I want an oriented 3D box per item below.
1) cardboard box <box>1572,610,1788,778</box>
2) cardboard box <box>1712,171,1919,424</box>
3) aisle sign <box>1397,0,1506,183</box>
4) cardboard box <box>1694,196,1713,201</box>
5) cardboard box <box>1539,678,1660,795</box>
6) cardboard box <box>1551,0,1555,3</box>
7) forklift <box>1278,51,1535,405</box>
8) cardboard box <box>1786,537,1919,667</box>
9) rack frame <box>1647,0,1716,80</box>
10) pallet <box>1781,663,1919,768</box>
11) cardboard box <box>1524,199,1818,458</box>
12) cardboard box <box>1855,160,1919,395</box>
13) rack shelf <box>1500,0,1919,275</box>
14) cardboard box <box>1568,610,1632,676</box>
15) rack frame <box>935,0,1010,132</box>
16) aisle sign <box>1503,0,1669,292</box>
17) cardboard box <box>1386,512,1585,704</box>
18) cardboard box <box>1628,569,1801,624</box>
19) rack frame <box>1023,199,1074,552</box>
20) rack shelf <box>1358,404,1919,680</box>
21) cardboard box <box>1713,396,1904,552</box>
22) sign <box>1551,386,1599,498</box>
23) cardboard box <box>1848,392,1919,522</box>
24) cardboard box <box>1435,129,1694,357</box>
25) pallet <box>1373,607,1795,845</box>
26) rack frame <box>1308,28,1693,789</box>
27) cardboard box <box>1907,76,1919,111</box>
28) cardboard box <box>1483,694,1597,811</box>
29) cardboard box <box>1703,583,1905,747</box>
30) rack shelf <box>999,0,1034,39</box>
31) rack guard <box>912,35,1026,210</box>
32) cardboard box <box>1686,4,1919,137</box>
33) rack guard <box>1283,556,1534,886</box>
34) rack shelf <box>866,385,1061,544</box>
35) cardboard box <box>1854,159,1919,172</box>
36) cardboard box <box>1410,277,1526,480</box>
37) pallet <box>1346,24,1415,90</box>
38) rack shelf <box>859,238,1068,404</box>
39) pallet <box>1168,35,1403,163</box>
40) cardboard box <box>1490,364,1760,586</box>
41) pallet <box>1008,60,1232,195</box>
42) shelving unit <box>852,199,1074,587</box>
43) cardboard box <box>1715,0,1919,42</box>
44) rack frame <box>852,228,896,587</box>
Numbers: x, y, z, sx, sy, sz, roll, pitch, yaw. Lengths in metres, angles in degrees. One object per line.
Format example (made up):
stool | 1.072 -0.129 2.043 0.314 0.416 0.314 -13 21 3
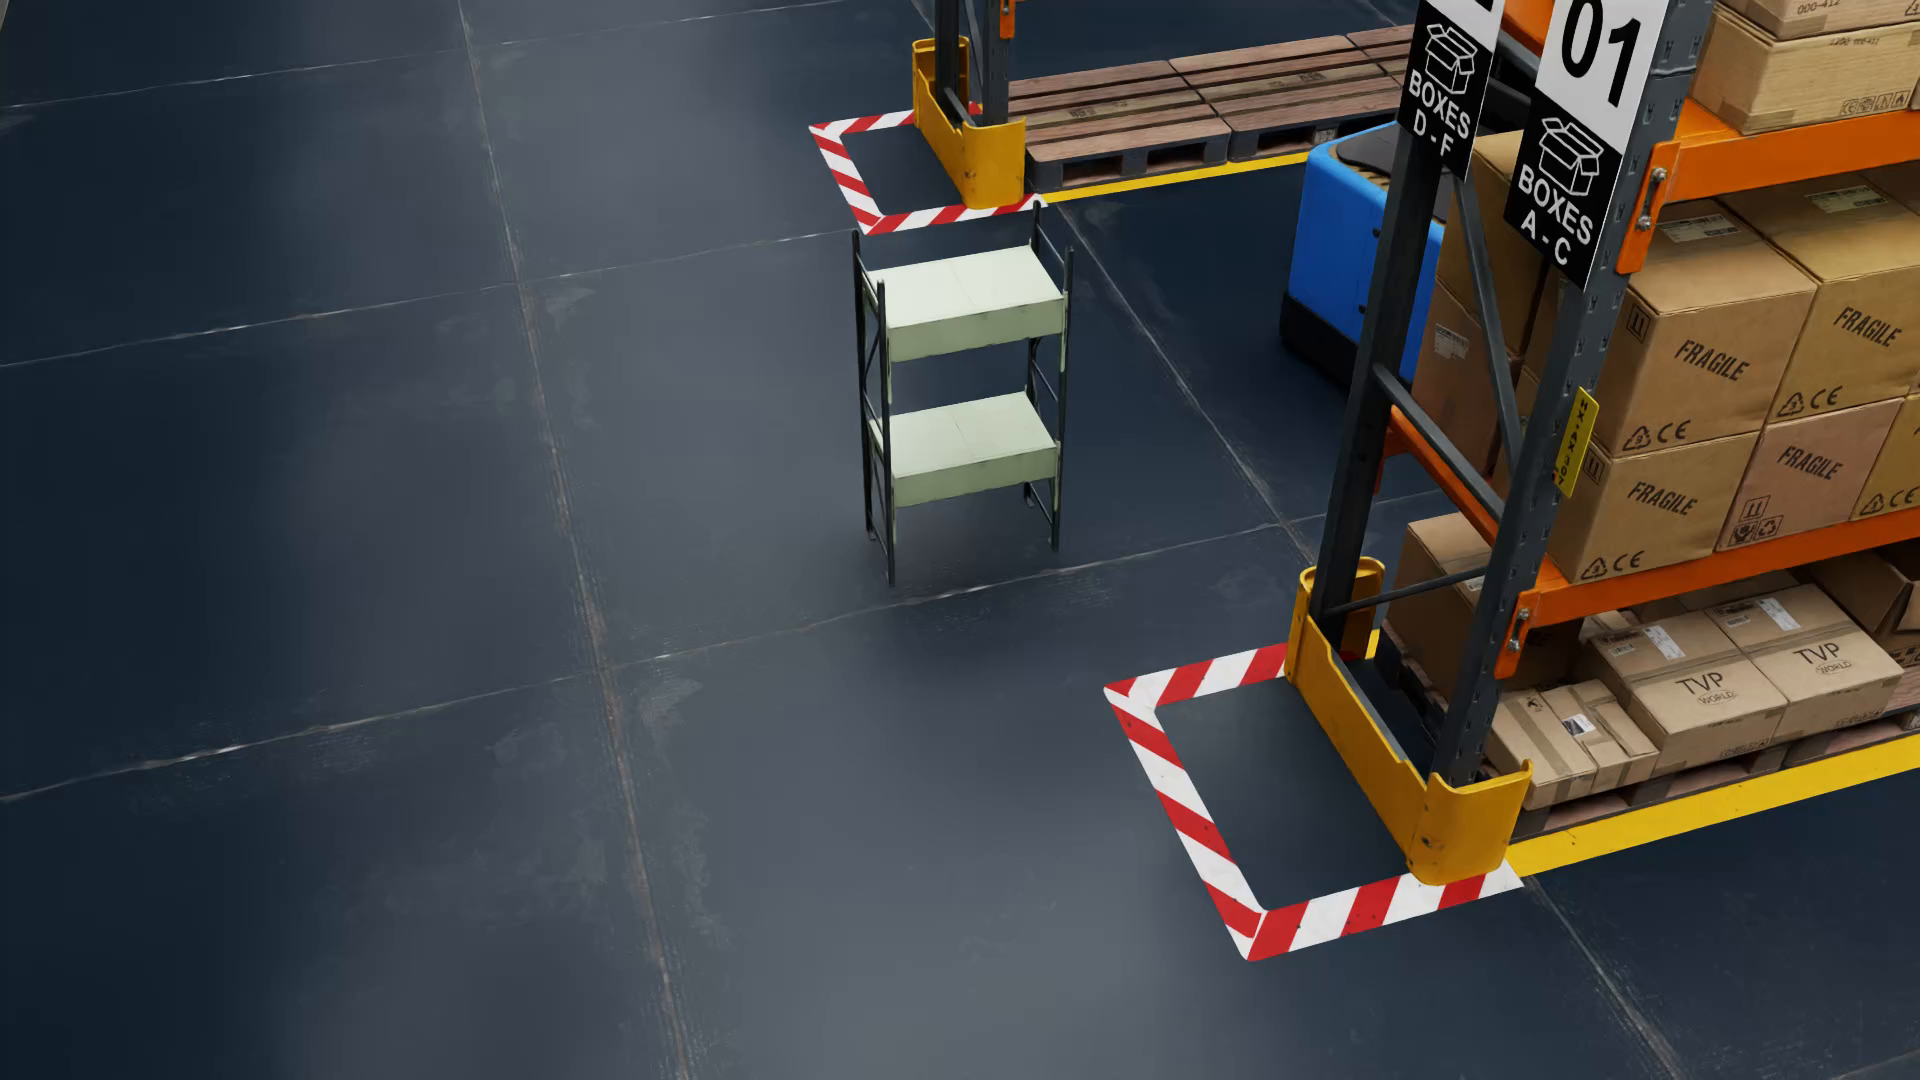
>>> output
cardboard box | 2.624 0.556 6.089 0.500 0.250 0.500 -12 42 -13
cardboard box | 2.542 -0.730 4.969 0.500 0.500 0.500 -11 42 -13
aisle sign | 1.386 -1.443 4.646 0.004 0.787 0.394 -12 42 -13
cardboard box | 2.367 -1.060 5.348 0.500 0.500 0.500 -11 42 -12
cardboard box | 2.284 0.700 5.988 0.250 0.166 0.380 -12 42 -13
cardboard box | 1.954 -1.625 4.665 0.500 0.250 0.500 -12 42 -13
forklift | 3.127 -2.342 7.703 3.031 2.935 1.130 -22 46 -23
cardboard box | 3.568 0.073 6.449 0.637 0.503 0.797 -12 42 -13
rack frame | 1.543 -2.544 3.323 0.127 3.000 1.000 -12 42 -13
pallet | 3.537 0.353 6.685 1.213 0.211 1.003 -12 42 -13
cardboard box | 2.046 -0.622 4.846 0.500 0.500 0.500 -10 42 -12
cardboard box | 3.021 -0.825 5.079 0.500 0.500 0.500 -11 42 -12
rack shelf | 3.451 -1.539 4.999 4.000 0.370 1.077 -12 42 -13
cardboard box | 2.401 0.331 6.411 0.250 0.166 0.380 -12 42 -13
rack frame | 0.059 -3.394 8.855 0.127 3.000 1.000 -12 42 -13
aisle sign | 1.566 -1.066 4.215 0.004 0.787 0.394 -12 42 -13
cardboard box | 1.988 0.229 6.274 0.500 0.500 0.500 -12 42 -13
cardboard box | 2.903 0.154 6.550 0.500 0.250 0.500 -12 42 -13
rack frame | 0.355 -0.638 6.841 0.023 1.500 0.400 -12 42 -13
rack shelf | 3.451 -0.409 5.986 4.000 0.370 1.077 -12 42 -13
cardboard box | 2.536 -0.350 5.295 0.500 0.500 0.500 -12 43 -13
sign | 1.706 -0.271 4.622 0.005 0.325 0.100 -12 42 -13
cardboard box | 3.016 -0.448 5.407 0.500 0.500 0.500 -12 43 -13
cardboard box | 1.885 -0.960 5.233 0.500 0.500 0.500 -12 43 -13
pallet | 2.376 0.592 6.412 1.213 0.211 1.003 -12 42 -13
rack frame | 1.543 -0.285 5.296 0.127 3.000 1.000 -12 42 -13
cardboard box | 2.590 -1.391 4.396 0.500 0.250 0.500 -12 42 -13
cardboard box | 2.046 0.756 5.938 0.250 0.149 0.380 -12 42 -13
cardboard box | 3.101 0.458 6.202 0.500 0.250 0.500 -12 42 -13
rack shelf | 1.966 -3.519 9.544 4.000 0.370 1.077 -12 42 -13
rack guard | 0.040 -2.440 9.663 0.348 0.500 1.175 -12 42 -13
cardboard box | 2.110 -1.300 4.293 0.500 0.250 0.500 -12 42 -13
rack guard | 1.616 0.641 6.136 0.348 0.500 1.175 -12 42 -13
rack shelf | 0.006 -0.321 6.973 0.720 0.370 0.431 -12 42 -13
cardboard box | 2.860 -1.166 5.468 0.500 0.500 0.500 -11 42 -12
cardboard box | 1.889 -0.582 5.560 0.500 0.500 0.500 -10 42 -12
pallet | 3.184 -2.965 10.483 1.213 0.211 1.003 -12 42 -13
rack shelf | 0.006 -0.860 6.501 0.720 0.370 0.431 -12 42 -13
pallet | 2.019 -2.722 10.205 1.213 0.211 1.003 -12 42 -13
cardboard box | 2.046 -0.245 5.175 0.500 0.500 0.500 -11 42 -12
pallet | 0.857 -2.483 9.931 1.213 0.211 1.003 -12 42 -13
shelving unit | 0.006 -0.566 6.758 0.755 1.500 0.431 -12 42 -13
cardboard box | 2.111 -1.485 4.124 0.500 0.250 0.500 -12 42 -13
rack frame | -0.343 -0.494 6.675 0.023 1.500 0.400 -12 42 -13
